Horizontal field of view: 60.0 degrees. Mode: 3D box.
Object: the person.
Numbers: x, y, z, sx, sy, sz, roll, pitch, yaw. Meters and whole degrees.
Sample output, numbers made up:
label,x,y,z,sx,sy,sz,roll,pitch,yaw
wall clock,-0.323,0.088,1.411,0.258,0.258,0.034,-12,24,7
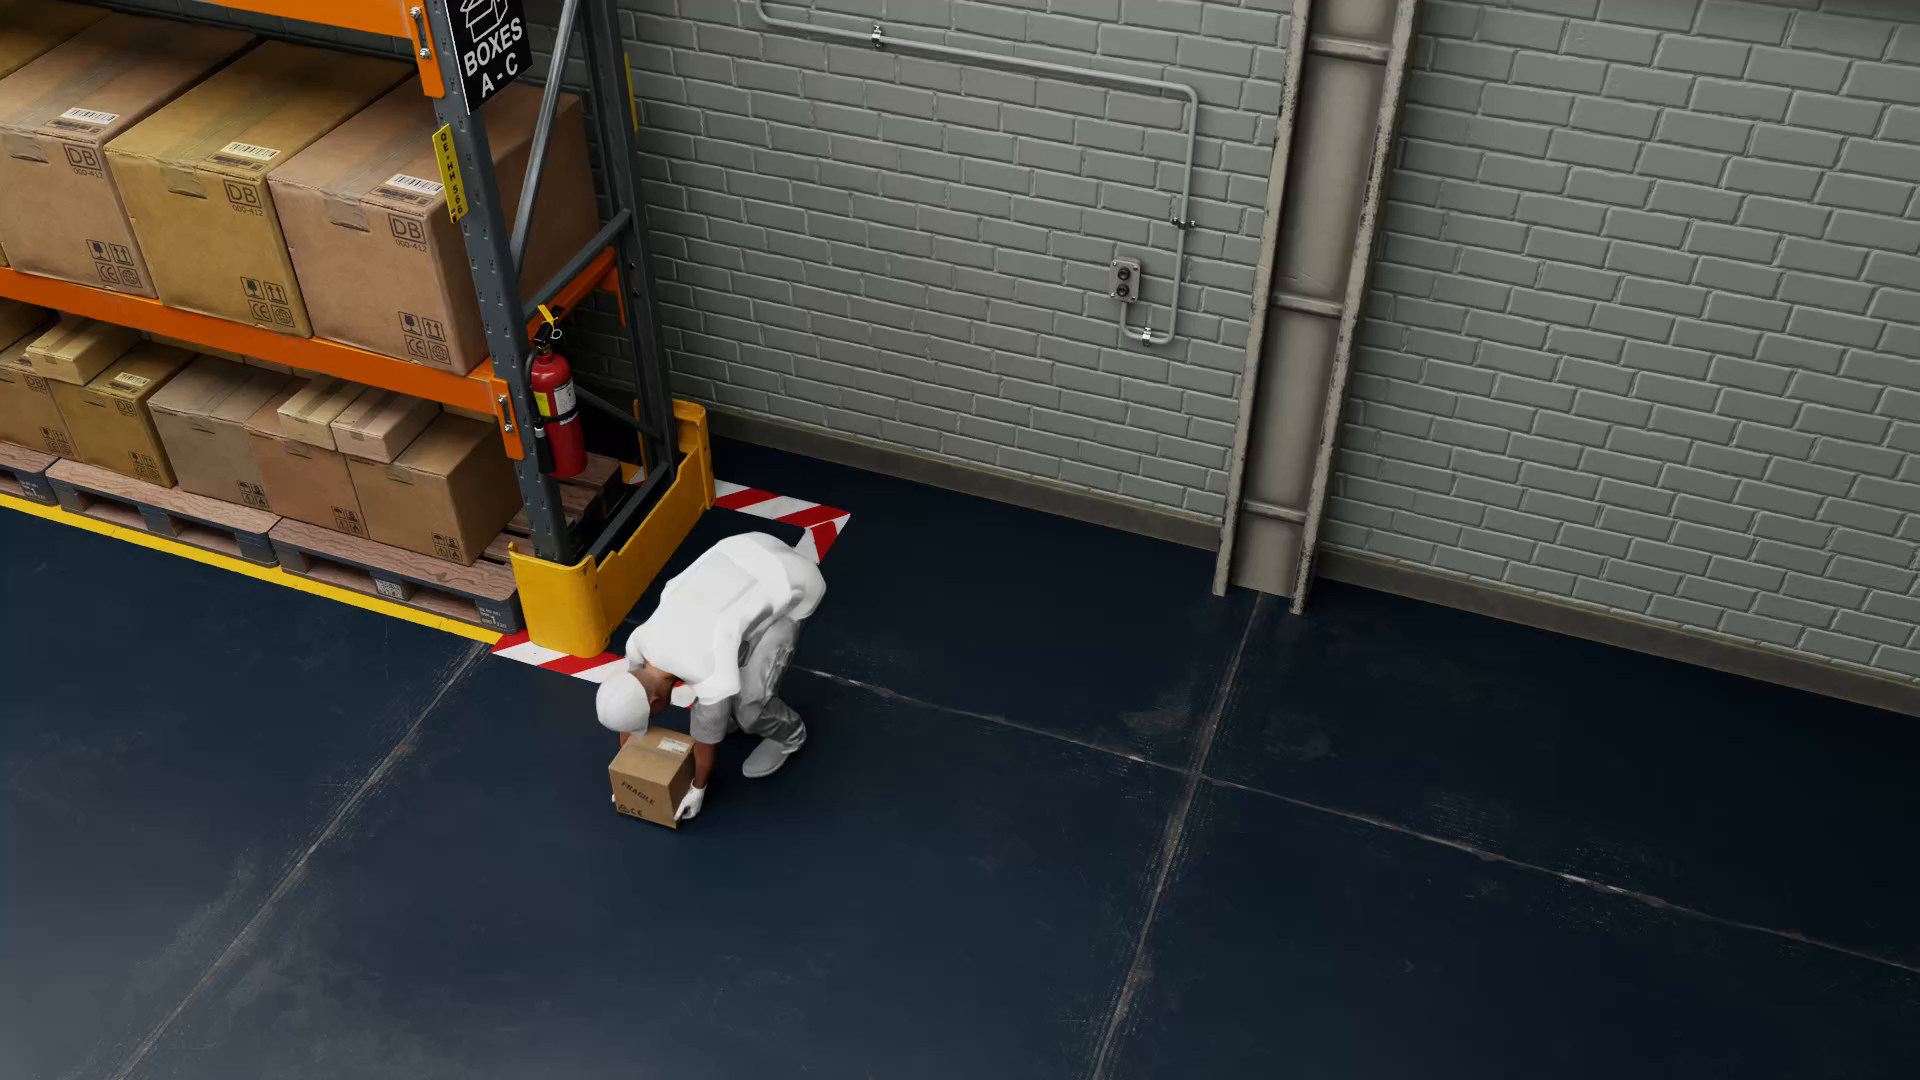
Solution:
label,x,y,z,sx,sy,sz,roll,pitch,yaw
person,-0.924,0.517,6.197,0.541,0.932,0.981,33,51,32
